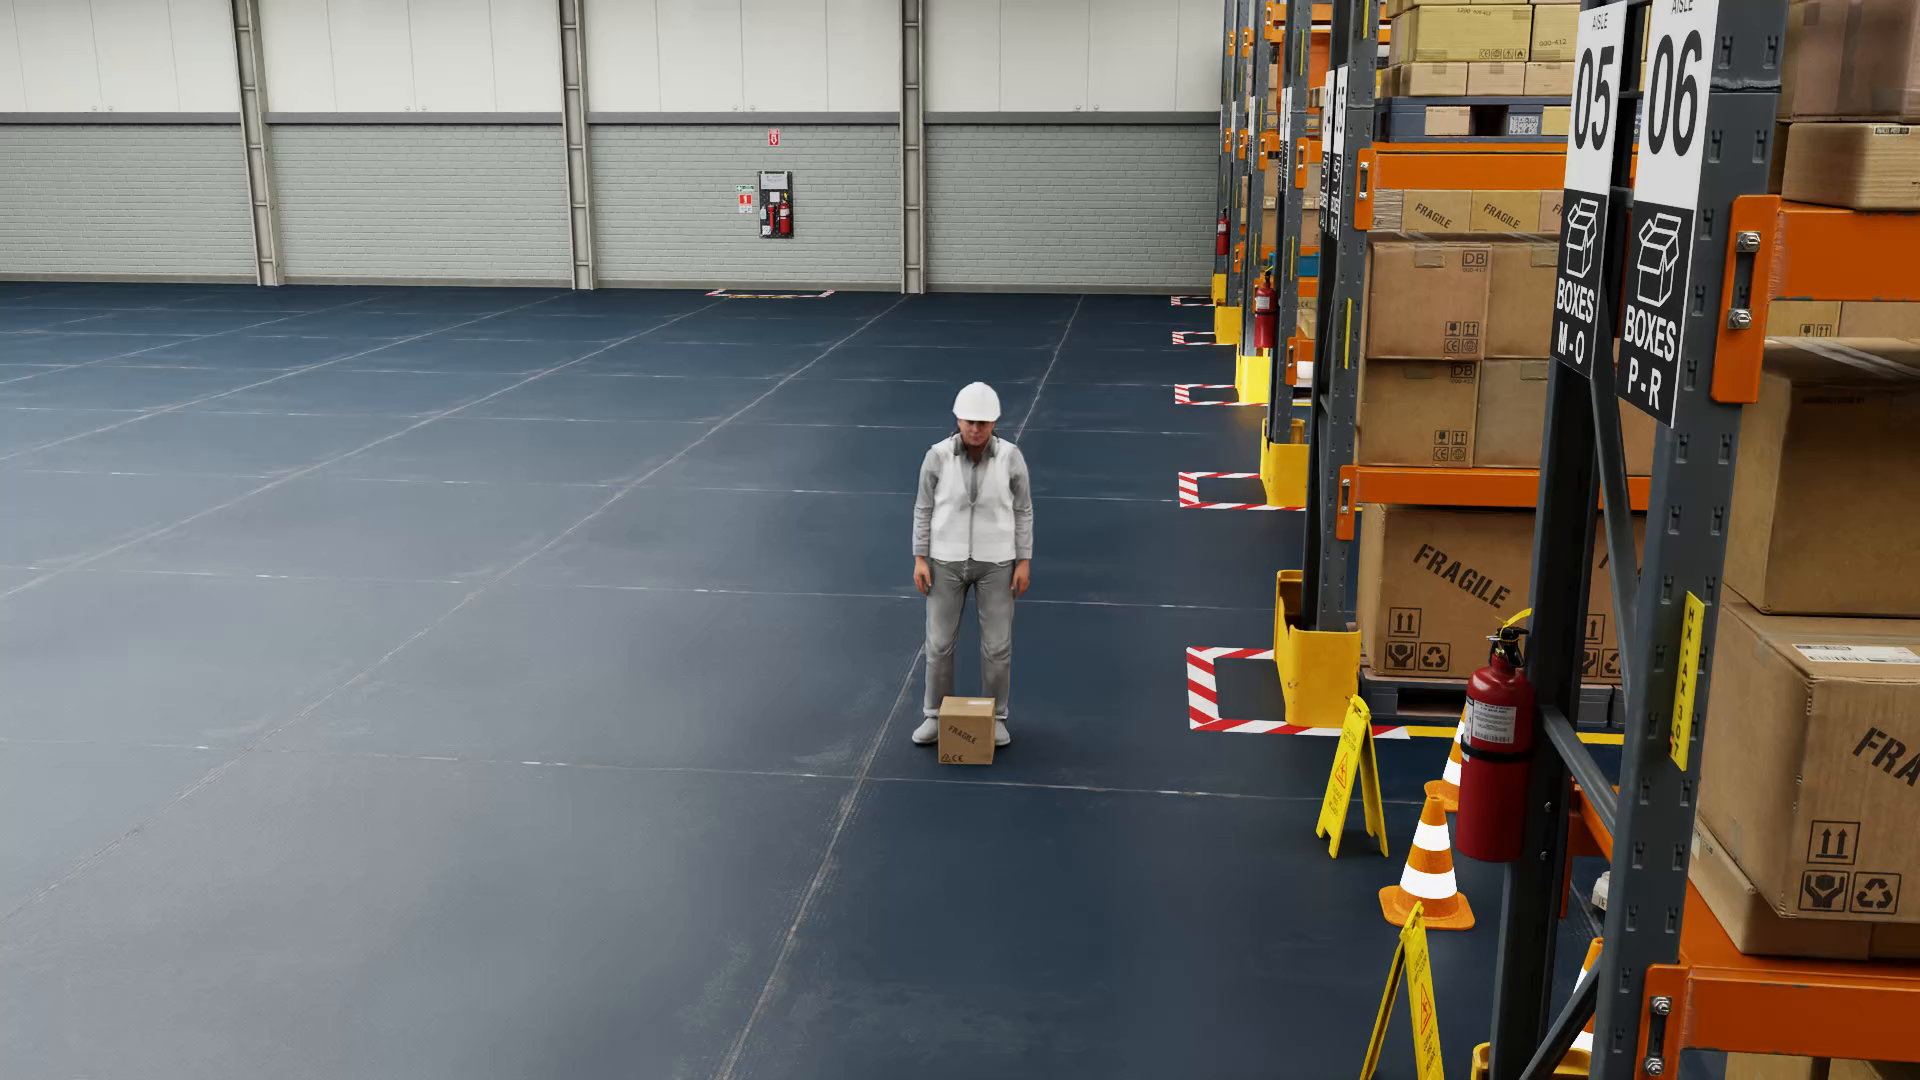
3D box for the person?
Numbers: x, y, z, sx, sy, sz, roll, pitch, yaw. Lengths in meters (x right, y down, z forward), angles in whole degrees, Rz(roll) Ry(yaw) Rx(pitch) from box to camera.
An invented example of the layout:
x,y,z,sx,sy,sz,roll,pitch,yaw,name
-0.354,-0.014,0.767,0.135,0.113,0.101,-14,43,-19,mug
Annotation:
x,y,z,sx,sy,sz,roll,pitch,yaw,name
0.061,0.111,8.016,0.581,1.769,0.465,1,14,3,person
